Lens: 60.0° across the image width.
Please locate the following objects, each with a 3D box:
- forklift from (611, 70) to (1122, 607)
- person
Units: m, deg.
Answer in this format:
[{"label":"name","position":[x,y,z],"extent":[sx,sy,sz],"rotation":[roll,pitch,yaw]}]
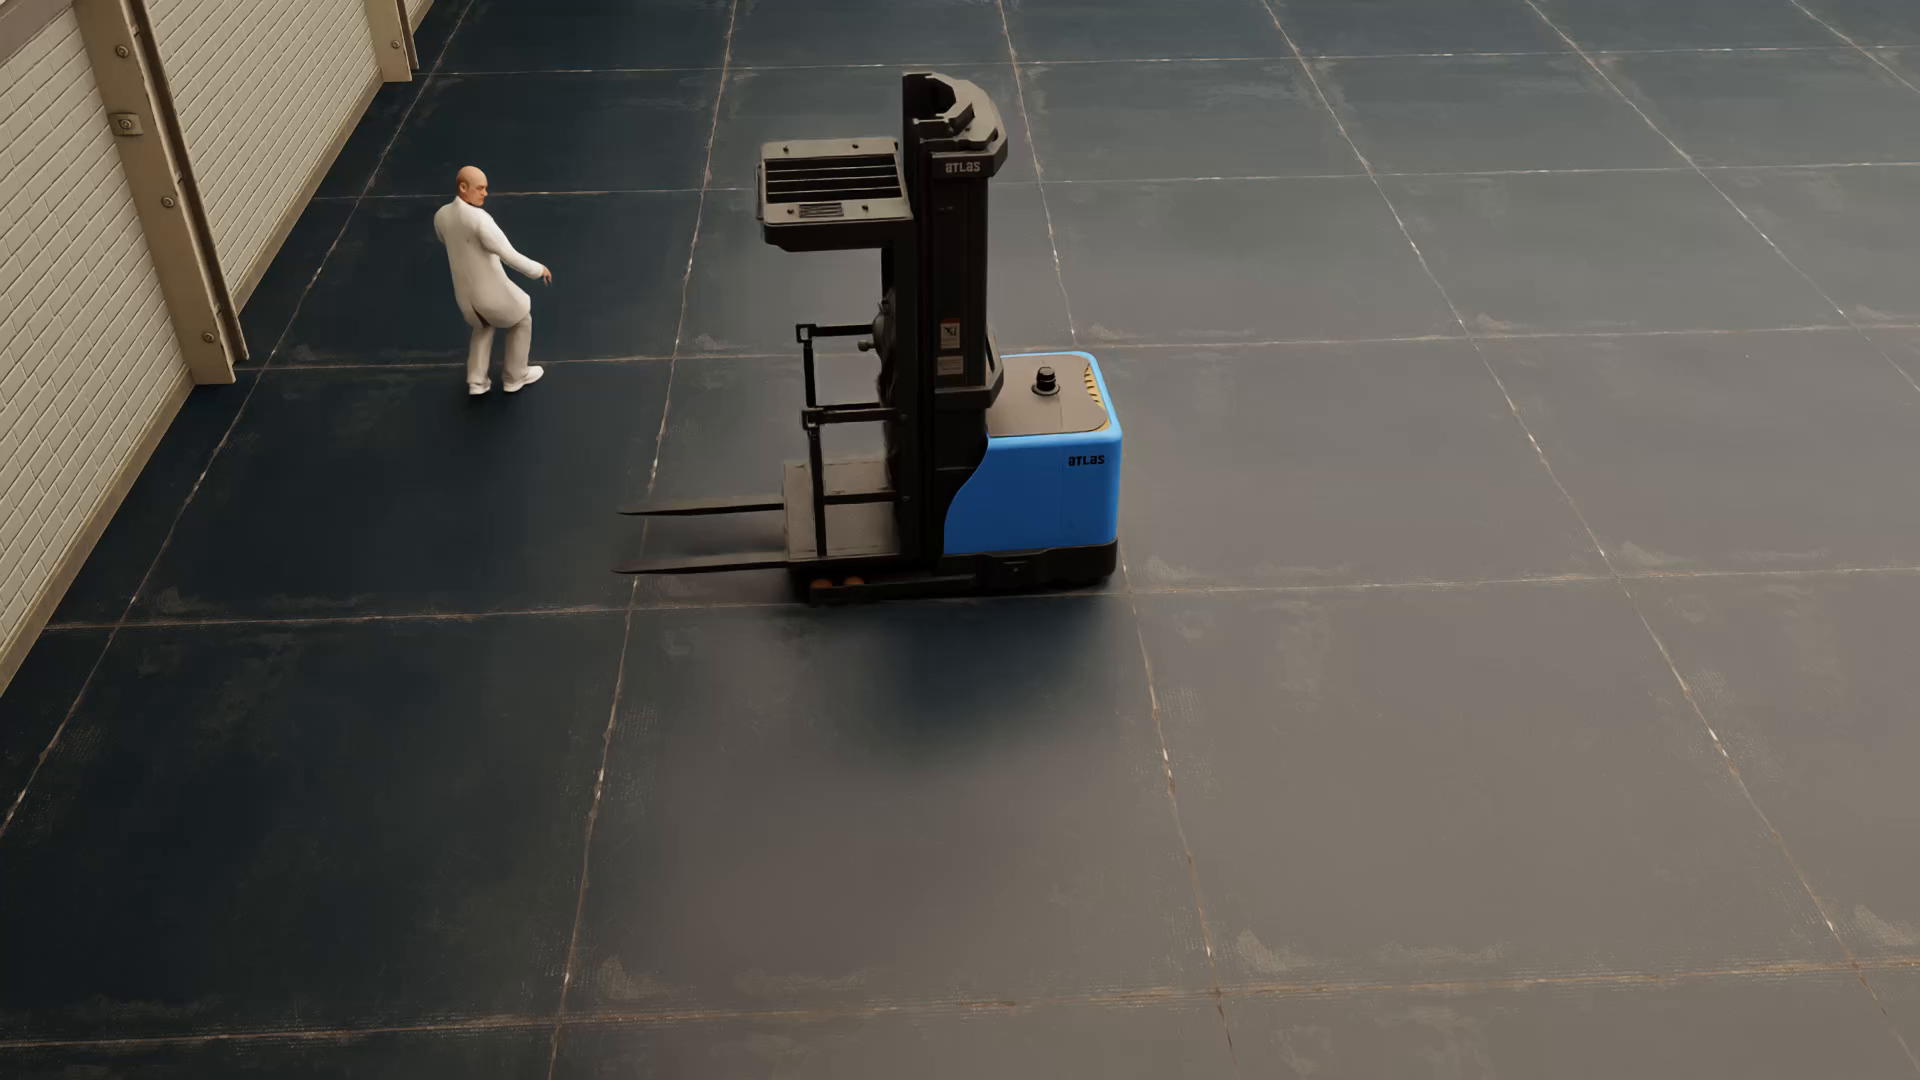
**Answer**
[{"label":"forklift","position":[-0.604,-1.115,9.541],"extent":[3.031,2.935,1.130],"rotation":[-4,36,-5]},{"label":"person","position":[-3.221,-1.806,11.562],"extent":[0.863,1.701,0.759],"rotation":[14,38,19]}]
